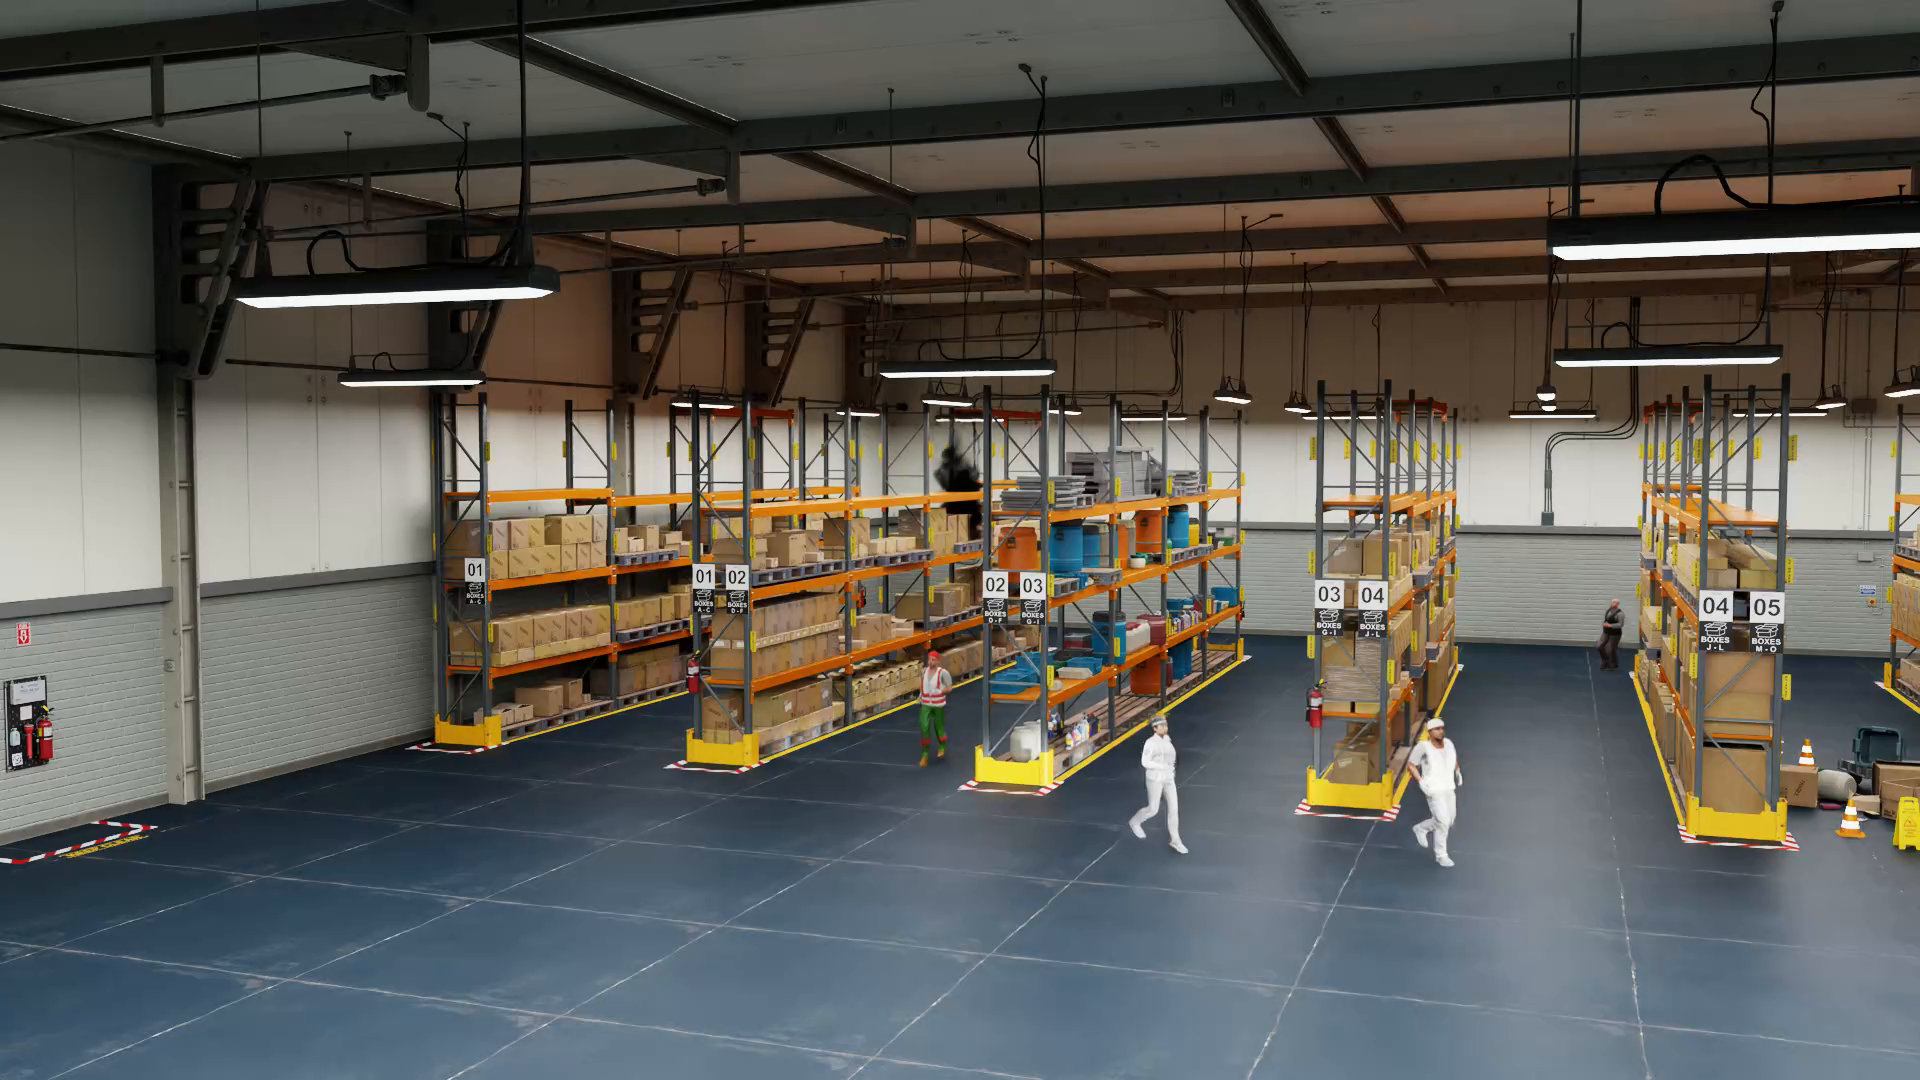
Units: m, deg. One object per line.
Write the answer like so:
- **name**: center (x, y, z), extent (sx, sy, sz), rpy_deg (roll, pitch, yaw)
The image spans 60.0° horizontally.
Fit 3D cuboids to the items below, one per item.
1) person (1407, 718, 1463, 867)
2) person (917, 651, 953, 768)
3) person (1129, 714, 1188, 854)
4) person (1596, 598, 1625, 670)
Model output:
- **person**: center (5.801, 3.050, 20.325), extent (0.657, 1.765, 0.733), rpy_deg (-1, 3, -24)
- **person**: center (-0.410, 2.676, 26.671), extent (0.630, 1.816, 0.905), rpy_deg (1, 3, 17)
- **person**: center (2.505, 3.034, 20.943), extent (0.614, 1.710, 0.924), rpy_deg (-2, 4, -39)
- **person**: center (14.858, 2.160, 37.805), extent (0.643, 1.701, 0.713), rpy_deg (-1, 3, -21)
